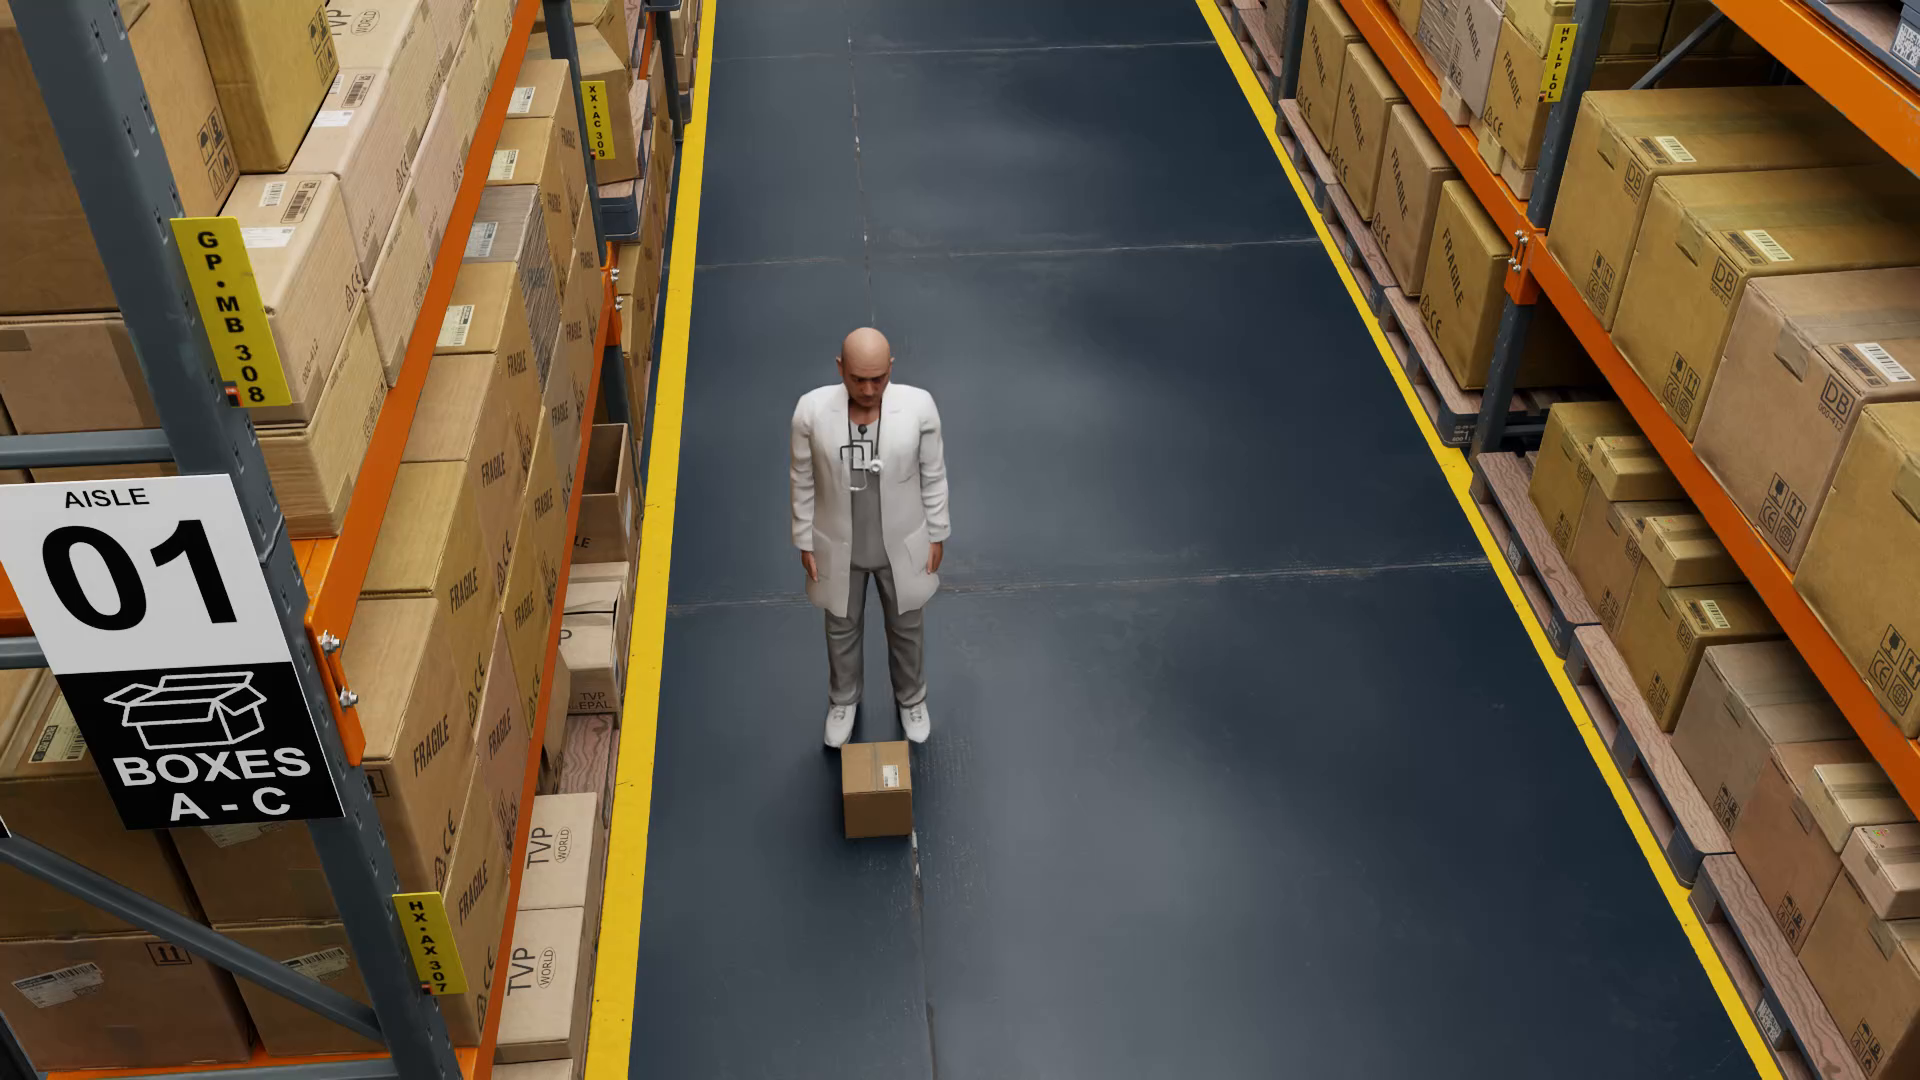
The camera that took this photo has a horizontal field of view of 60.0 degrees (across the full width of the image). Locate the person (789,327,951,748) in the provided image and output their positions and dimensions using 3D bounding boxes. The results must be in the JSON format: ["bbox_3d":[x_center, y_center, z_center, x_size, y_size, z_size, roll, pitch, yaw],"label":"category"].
[{"bbox_3d":[-0.326,0.033,6.155,0.588,1.825,0.404,-1,39,-1],"label":"person"}]
